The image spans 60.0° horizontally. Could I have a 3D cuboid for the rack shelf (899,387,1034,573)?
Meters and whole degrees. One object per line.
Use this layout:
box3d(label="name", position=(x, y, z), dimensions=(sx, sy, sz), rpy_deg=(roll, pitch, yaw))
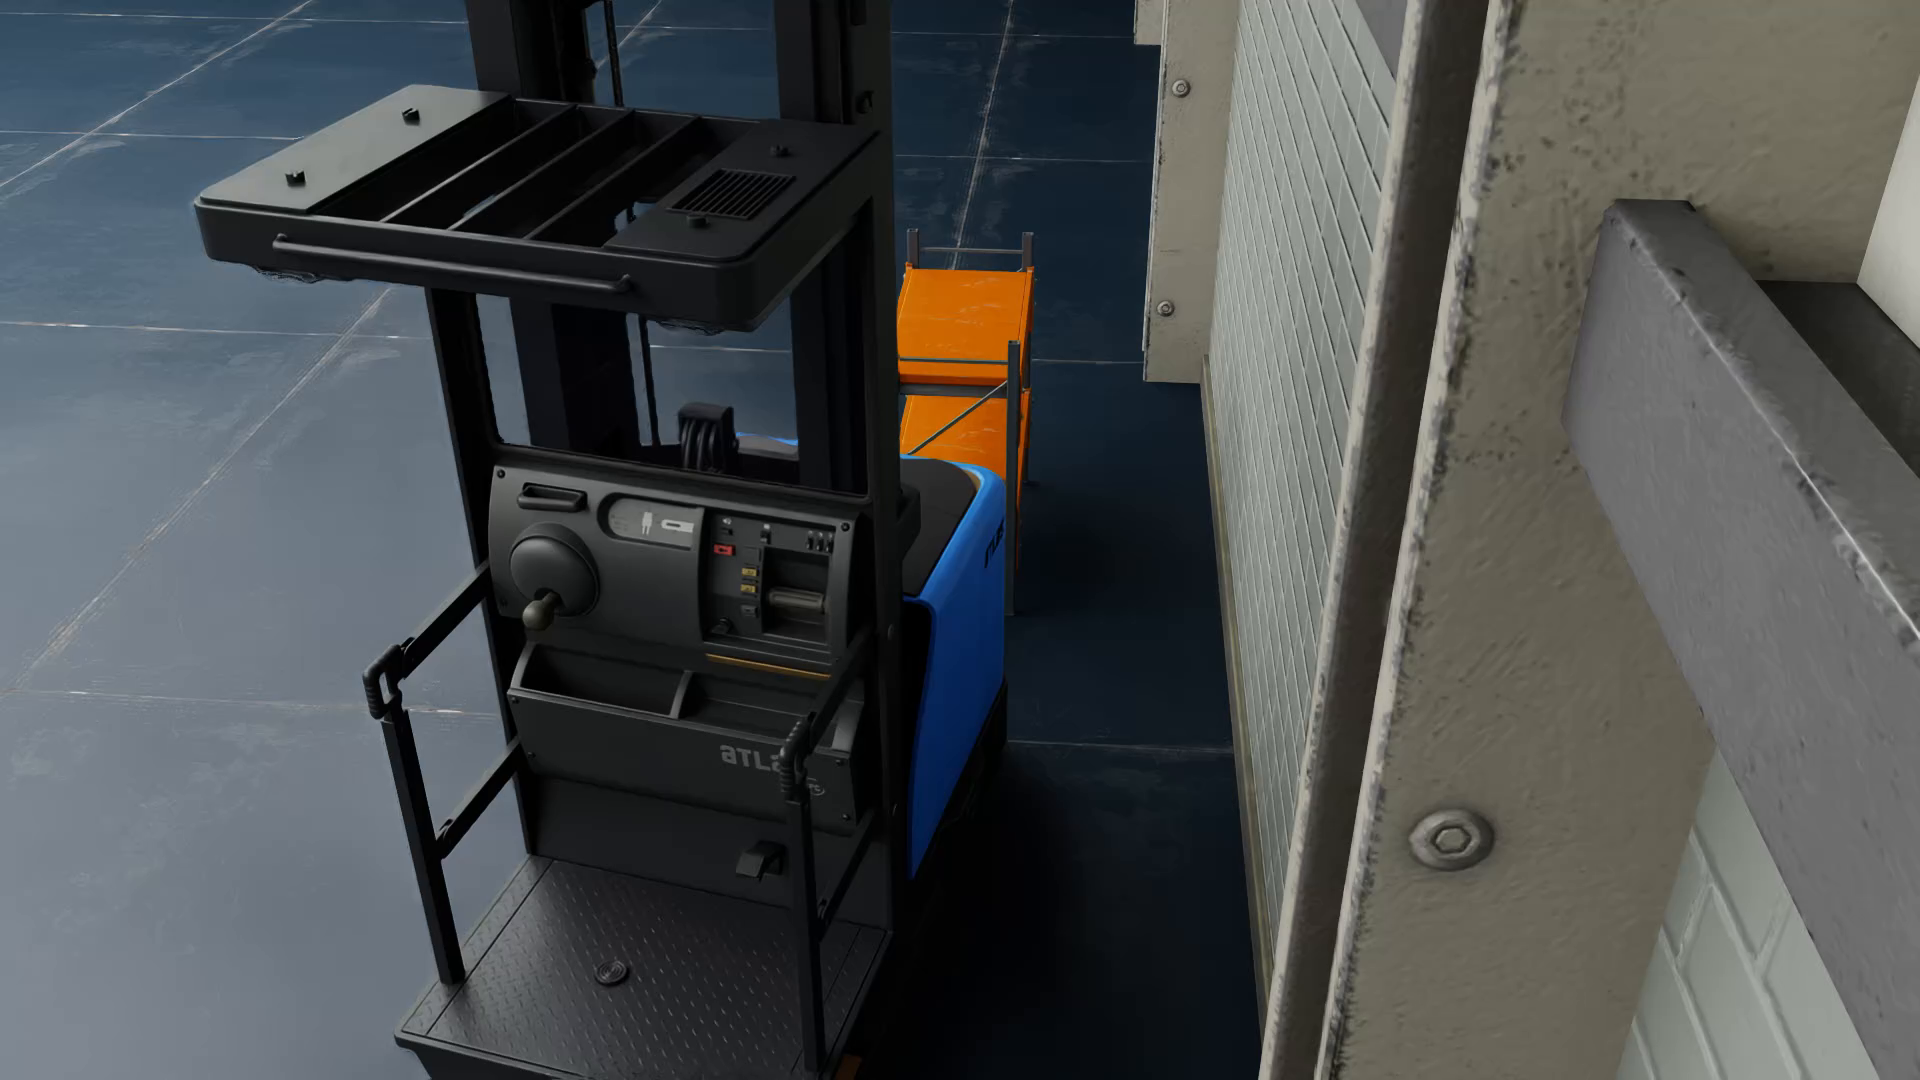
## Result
box3d(label="rack shelf", position=(-0.001, -0.267, 6.577), dimensions=(0.538, 0.278, 1.000), rpy_deg=(2, 32, 4))

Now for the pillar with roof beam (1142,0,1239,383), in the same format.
box3d(label="pillar with roof beam", position=(-3.240, -4.875, 6.083), dimensions=(9.100, 9.000, 0.400), rpy_deg=(2, 32, 4))

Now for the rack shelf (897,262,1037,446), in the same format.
box3d(label="rack shelf", position=(-0.001, -0.725, 6.296), dimensions=(0.538, 0.278, 1.000), rpy_deg=(2, 32, 4))

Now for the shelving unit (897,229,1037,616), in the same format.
box3d(label="shelving unit", position=(-0.001, -0.475, 6.449), dimensions=(0.538, 1.125, 1.048), rpy_deg=(2, 32, 4))

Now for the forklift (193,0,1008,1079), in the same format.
box3d(label="forklift", position=(-0.749, 0.115, 3.770), dimensions=(1.130, 2.935, 3.031), rpy_deg=(9, 33, 14))

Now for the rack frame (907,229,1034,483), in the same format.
box3d(label="rack frame", position=(0.041, -0.741, 6.880), dimensions=(0.500, 1.125, 0.032), rpy_deg=(2, 32, 4))

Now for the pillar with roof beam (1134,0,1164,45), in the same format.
box3d(label="pillar with roof beam", position=(-2.751, -8.012, 11.174), dimensions=(9.100, 9.000, 0.400), rpy_deg=(2, 32, 4))

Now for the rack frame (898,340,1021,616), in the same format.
box3d(label="rack frame", position=(-0.042, -0.210, 6.018), dimensions=(0.500, 1.125, 0.032), rpy_deg=(2, 32, 4))
